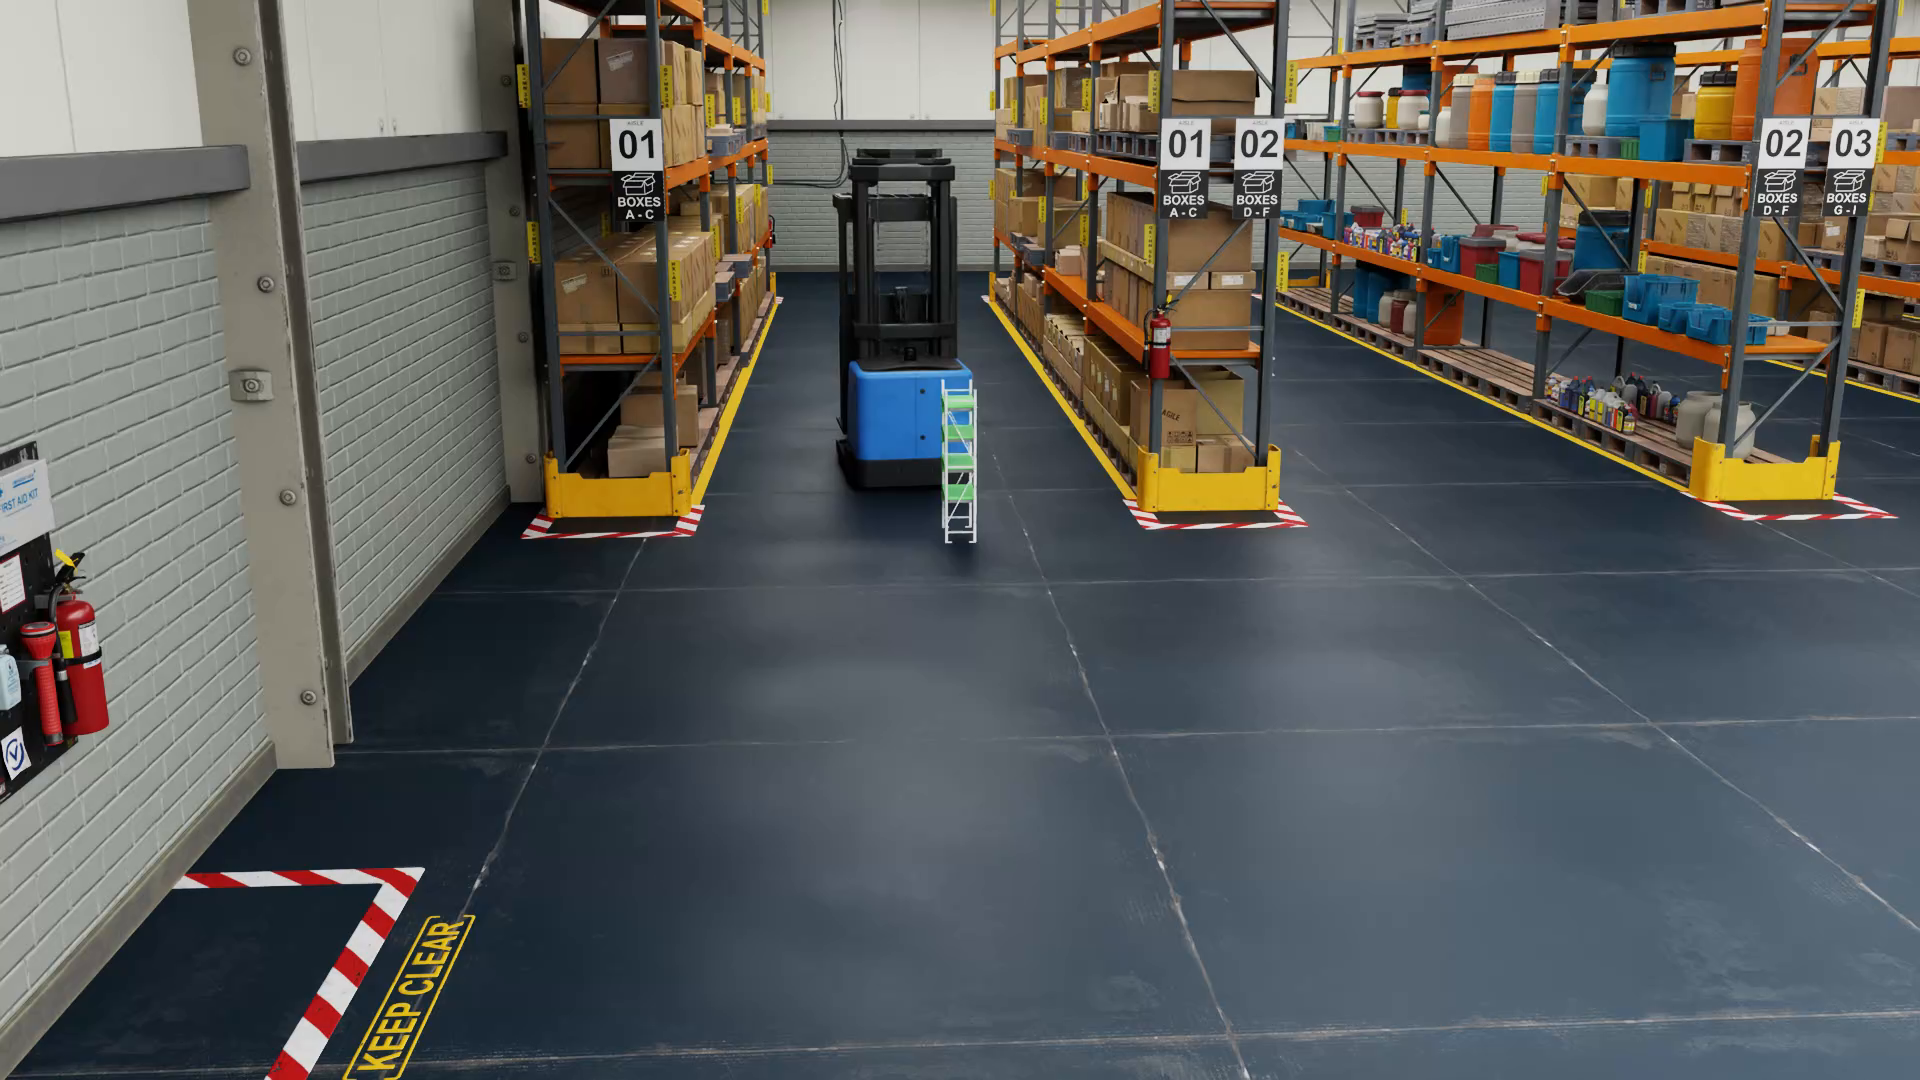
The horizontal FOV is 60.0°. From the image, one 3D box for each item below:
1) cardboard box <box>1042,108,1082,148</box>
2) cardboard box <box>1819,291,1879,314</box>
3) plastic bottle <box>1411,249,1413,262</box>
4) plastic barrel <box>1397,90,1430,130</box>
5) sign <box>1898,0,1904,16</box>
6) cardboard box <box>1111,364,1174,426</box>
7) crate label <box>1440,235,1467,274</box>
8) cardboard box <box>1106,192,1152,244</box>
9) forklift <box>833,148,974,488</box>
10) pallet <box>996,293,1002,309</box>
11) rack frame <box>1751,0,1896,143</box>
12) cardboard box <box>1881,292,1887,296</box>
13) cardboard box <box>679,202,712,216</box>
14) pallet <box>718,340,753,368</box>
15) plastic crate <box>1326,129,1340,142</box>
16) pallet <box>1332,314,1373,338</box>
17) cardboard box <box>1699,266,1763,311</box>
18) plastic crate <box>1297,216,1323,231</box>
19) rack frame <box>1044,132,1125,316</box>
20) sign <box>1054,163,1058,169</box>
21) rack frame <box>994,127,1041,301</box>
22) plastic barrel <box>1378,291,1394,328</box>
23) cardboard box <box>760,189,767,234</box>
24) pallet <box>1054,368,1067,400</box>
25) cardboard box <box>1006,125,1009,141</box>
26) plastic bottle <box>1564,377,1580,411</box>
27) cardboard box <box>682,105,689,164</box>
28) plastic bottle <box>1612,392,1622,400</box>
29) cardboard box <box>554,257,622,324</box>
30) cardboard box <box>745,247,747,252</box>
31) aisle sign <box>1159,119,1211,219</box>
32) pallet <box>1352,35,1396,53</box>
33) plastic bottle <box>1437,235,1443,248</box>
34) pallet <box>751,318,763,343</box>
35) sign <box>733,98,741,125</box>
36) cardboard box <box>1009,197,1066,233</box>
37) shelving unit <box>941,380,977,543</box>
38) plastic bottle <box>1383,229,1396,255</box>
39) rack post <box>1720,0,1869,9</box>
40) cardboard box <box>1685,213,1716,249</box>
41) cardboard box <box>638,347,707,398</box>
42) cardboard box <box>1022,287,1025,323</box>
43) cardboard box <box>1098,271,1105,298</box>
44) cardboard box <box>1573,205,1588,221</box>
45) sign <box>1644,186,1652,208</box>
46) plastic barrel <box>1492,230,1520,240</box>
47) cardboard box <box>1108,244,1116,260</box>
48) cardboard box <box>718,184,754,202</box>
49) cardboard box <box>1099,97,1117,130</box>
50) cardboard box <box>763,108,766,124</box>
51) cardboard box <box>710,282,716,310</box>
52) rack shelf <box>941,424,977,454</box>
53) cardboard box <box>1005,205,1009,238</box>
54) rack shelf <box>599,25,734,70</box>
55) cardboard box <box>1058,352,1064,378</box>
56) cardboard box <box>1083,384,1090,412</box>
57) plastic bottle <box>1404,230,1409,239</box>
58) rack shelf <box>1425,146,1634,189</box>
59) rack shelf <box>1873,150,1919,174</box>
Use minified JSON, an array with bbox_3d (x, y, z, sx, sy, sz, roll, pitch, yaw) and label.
[{"bbox_3d":[1.542,-5.344,21.555,0.910,0.500,0.500,-1,14,-3],"label":"cardboard box"},{"bbox_3d":[11.562,-3.086,21.630,0.500,0.250,0.500,0,14,-1],"label":"cardboard box"},{"bbox_3d":[6.107,-3.837,22.318,0.097,0.201,0.097,0,14,0],"label":"plastic bottle"},{"bbox_3d":[6.287,-5.971,23.077,0.433,0.535,0.433,0,14,0],"label":"plastic barrel"},{"bbox_3d":[16.507,-9.366,29.175,0.100,0.325,0.005,-1,14,-3],"label":"sign"},{"bbox_3d":[1.692,-1.357,15.452,0.500,0.500,0.500,-1,14,-3],"label":"cardboard box"},{"bbox_3d":[6.339,-3.576,20.834,0.502,0.435,0.616,-1,14,-3],"label":"crate label"},{"bbox_3d":[1.885,-3.306,17.053,0.700,0.500,0.500,-1,14,-3],"label":"cardboard box"},{"bbox_3d":[-0.607,-2.197,15.685,1.130,2.935,3.031,-2,15,-8],"label":"forklift"},{"bbox_3d":[1.162,-4.157,28.758,1.003,0.211,1.213,-1,14,-3],"label":"pallet"},{"bbox_3d":[7.043,-4.726,13.335,1.000,3.000,0.127,-1,14,-3],"label":"rack frame"},{"bbox_3d":[15.822,-4.171,28.097,0.380,0.149,0.250,-1,14,-2],"label":"cardboard box"},{"bbox_3d":[-3.255,-4.068,20.431,0.380,0.149,0.250,-3,15,-13],"label":"cardboard box"},{"bbox_3d":[-3.315,-2.504,22.335,1.003,0.211,1.213,-1,14,-3],"label":"pallet"},{"bbox_3d":[5.971,-6.256,25.726,0.450,0.188,0.662,-1,14,-3],"label":"plastic crate"},{"bbox_3d":[6.305,-3.262,25.281,1.003,0.211,1.213,-1,14,-3],"label":"pallet"},{"bbox_3d":[11.421,-3.455,23.855,1.225,0.875,0.875,-1,14,-3],"label":"cardboard box"},{"bbox_3d":[5.838,-5.279,27.740,0.416,0.233,0.300,-1,14,-3],"label":"plastic crate"},{"bbox_3d":[1.603,-3.735,21.522,1.000,3.000,0.127,-1,14,-3],"label":"rack frame"},{"bbox_3d":[1.662,-6.442,29.085,0.100,0.325,0.005,-1,14,-3],"label":"sign"},{"bbox_3d":[1.107,-5.724,29.255,1.000,3.000,0.127,-1,14,-3],"label":"rack frame"},{"bbox_3d":[6.306,-3.350,24.177,0.421,0.512,0.421,0,14,0],"label":"plastic barrel"},{"bbox_3d":[-3.739,-5.485,27.721,0.980,0.700,0.700,-1,14,-4],"label":"cardboard box"},{"bbox_3d":[1.688,-1.876,19.895,1.003,0.211,1.213,-1,14,-3],"label":"pallet"},{"bbox_3d":[1.000,-6.475,26.454,0.500,0.250,0.500,-1,14,-3],"label":"cardboard box"},{"bbox_3d":[6.431,-1.538,17.419,0.144,0.351,0.185,0,14,-2],"label":"plastic bottle"},{"bbox_3d":[-2.650,-3.529,14.461,0.500,0.500,0.500,0,14,-1],"label":"cardboard box"},{"bbox_3d":[6.615,-1.358,16.868,0.152,0.276,0.135,-1,14,-3],"label":"plastic bottle"},{"bbox_3d":[-3.087,-2.082,13.854,0.500,0.500,0.500,-1,14,-4],"label":"cardboard box"},{"bbox_3d":[-3.251,-4.206,23.819,0.380,0.149,0.250,-1,14,-3],"label":"cardboard box"},{"bbox_3d":[1.810,-2.983,13.384,0.394,0.787,0.004,-1,14,-3],"label":"aisle sign"},{"bbox_3d":[6.381,-7.220,24.210,1.003,0.211,1.213,-1,14,-3],"label":"pallet"},{"bbox_3d":[6.791,-4.177,23.499,0.097,0.271,0.097,0,14,0],"label":"plastic bottle"},{"bbox_3d":[-3.466,-3.111,24.694,1.003,0.211,1.213,-1,14,-3],"label":"pallet"},{"bbox_3d":[-2.799,-5.368,20.813,0.100,0.325,0.005,-1,14,-3],"label":"sign"},{"bbox_3d":[1.161,-4.860,24.852,0.700,0.500,0.500,-6,16,-22],"label":"cardboard box"},{"bbox_3d":[-0.010,-0.622,13.037,0.258,1.200,0.503,-1,14,-3],"label":"shelving unit"},{"bbox_3d":[6.057,-4.205,23.448,0.144,0.351,0.185,-1,14,-3],"label":"plastic bottle"},{"bbox_3d":[7.123,-4.674,14.136,0.937,0.300,0.954,1,14,3],"label":"rack post"},{"bbox_3d":[11.084,-4.562,24.537,0.500,0.500,0.500,-1,14,-5],"label":"cardboard box"},{"bbox_3d":[-3.155,-1.848,18.322,0.700,0.500,0.500,0,14,-2],"label":"cardboard box"},{"bbox_3d":[1.186,-3.475,24.648,0.500,0.500,0.500,-1,14,-3],"label":"cardboard box"},{"bbox_3d":[1.777,-2.789,18.147,0.500,0.250,0.500,0,14,0],"label":"cardboard box"},{"bbox_3d":[10.821,-5.570,28.359,0.500,0.250,0.500,-1,14,-5],"label":"cardboard box"},{"bbox_3d":[10.689,-5.330,25.827,0.100,0.325,0.005,-1,14,-3],"label":"sign"},{"bbox_3d":[6.824,-3.612,20.820,0.421,0.512,0.421,0,14,0],"label":"plastic barrel"},{"bbox_3d":[1.707,-2.906,16.799,0.380,0.149,0.250,-1,14,-5],"label":"cardboard box"},{"bbox_3d":[-3.305,-5.105,24.506,0.500,0.250,0.500,-1,14,-2],"label":"cardboard box"},{"bbox_3d":[1.652,-4.157,16.198,0.500,0.311,0.500,-2,15,-7],"label":"cardboard box"},{"bbox_3d":[-3.526,-7.101,27.842,0.500,0.250,0.500,0,14,-2],"label":"cardboard box"},{"bbox_3d":[-2.761,-2.486,16.931,0.500,0.250,0.500,-1,14,-3],"label":"cardboard box"},{"bbox_3d":[-0.010,-0.793,12.993,0.258,0.148,0.480,-1,14,-3],"label":"rack shelf"},{"bbox_3d":[1.001,-5.154,26.838,0.500,0.500,0.500,-1,14,-2],"label":"cardboard box"},{"bbox_3d":[-3.217,-5.523,18.680,1.077,0.370,4.000,-1,14,-3],"label":"rack shelf"},{"bbox_3d":[1.444,-2.090,19.805,0.500,0.250,0.500,-1,14,-2],"label":"cardboard box"},{"bbox_3d":[1.577,-1.492,17.479,0.500,0.250,0.500,-1,14,-3],"label":"cardboard box"},{"bbox_3d":[6.577,-4.427,24.470,0.097,0.271,0.097,0,14,0],"label":"plastic bottle"},{"bbox_3d":[6.671,-4.417,19.598,1.077,0.370,4.000,-1,14,-3],"label":"rack shelf"},{"bbox_3d":[11.614,-4.494,19.895,1.077,0.370,4.000,-1,14,-3],"label":"rack shelf"}]
